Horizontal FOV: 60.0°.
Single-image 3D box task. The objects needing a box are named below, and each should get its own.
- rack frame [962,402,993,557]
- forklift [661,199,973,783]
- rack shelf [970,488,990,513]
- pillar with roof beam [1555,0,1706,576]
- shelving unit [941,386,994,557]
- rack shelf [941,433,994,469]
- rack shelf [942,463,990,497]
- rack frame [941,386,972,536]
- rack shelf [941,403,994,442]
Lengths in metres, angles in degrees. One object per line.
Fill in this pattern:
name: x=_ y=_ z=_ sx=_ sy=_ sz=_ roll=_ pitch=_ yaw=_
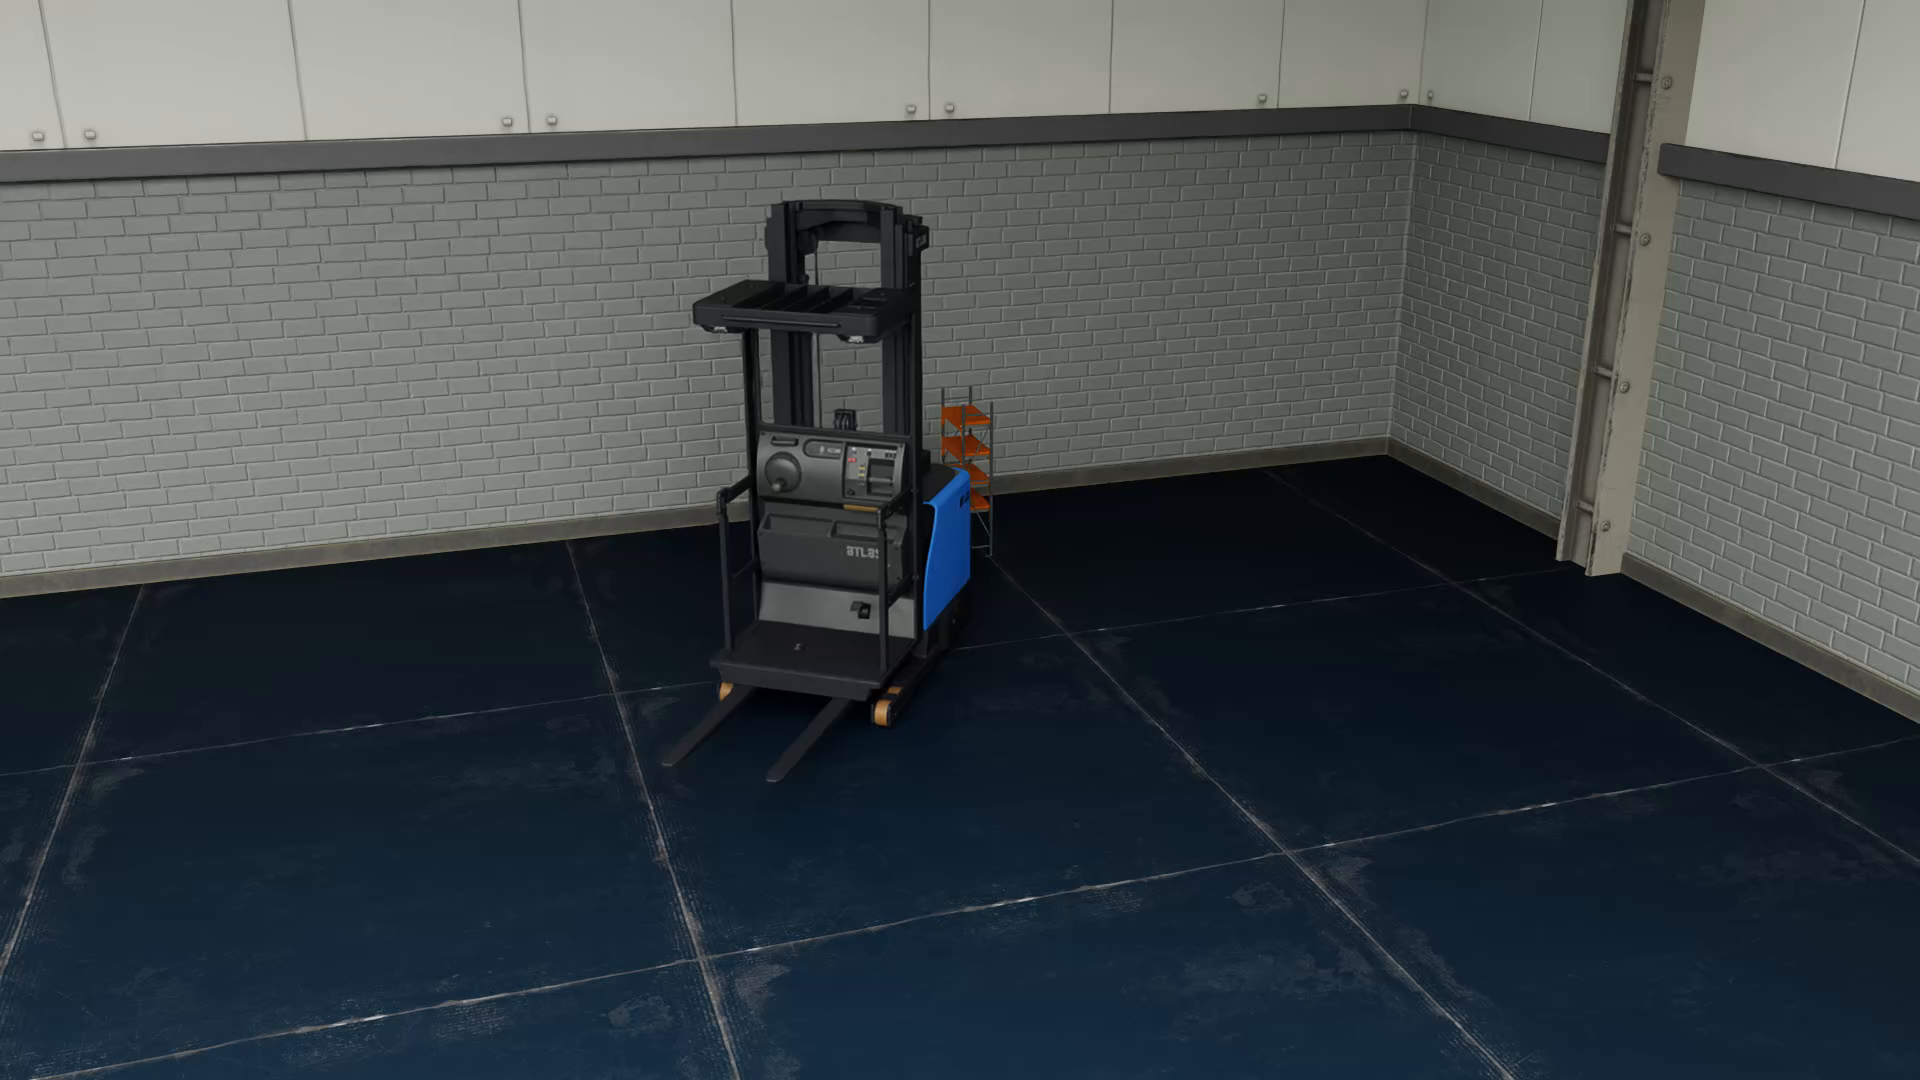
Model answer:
rack frame: x=0.129 y=-0.433 z=12.348 sx=0.240 sy=1.200 sz=0.015 roll=-6 pitch=21 yaw=-17
forklift: x=-0.837 y=-0.423 z=9.759 sx=1.130 sy=2.935 sz=3.031 roll=6 pitch=21 yaw=16
rack shelf: x=0.052 y=-0.261 z=12.656 sx=0.258 sy=0.148 sz=0.480 roll=-6 pitch=21 yaw=-17
pillar with roof beam: x=0.603 y=-3.590 z=9.600 sx=9.100 sy=9.000 sz=0.400 roll=-6 pitch=21 yaw=-17
shelving unit: x=0.052 y=-0.512 z=12.566 sx=0.258 sy=1.200 sz=0.503 roll=-6 pitch=21 yaw=-17
rack shelf: x=0.052 y=-0.659 z=12.513 sx=0.258 sy=0.148 sz=0.480 roll=-6 pitch=21 yaw=-17
rack shelf: x=0.052 y=-0.448 z=12.589 sx=0.258 sy=0.148 sz=0.480 roll=-6 pitch=21 yaw=-17
rack frame: x=-0.025 y=-0.590 z=12.784 sx=0.240 sy=1.200 sz=0.015 roll=-6 pitch=21 yaw=-17
rack shelf: x=0.052 y=-0.881 z=12.433 sx=0.258 sy=0.148 sz=0.480 roll=-6 pitch=21 yaw=-17
